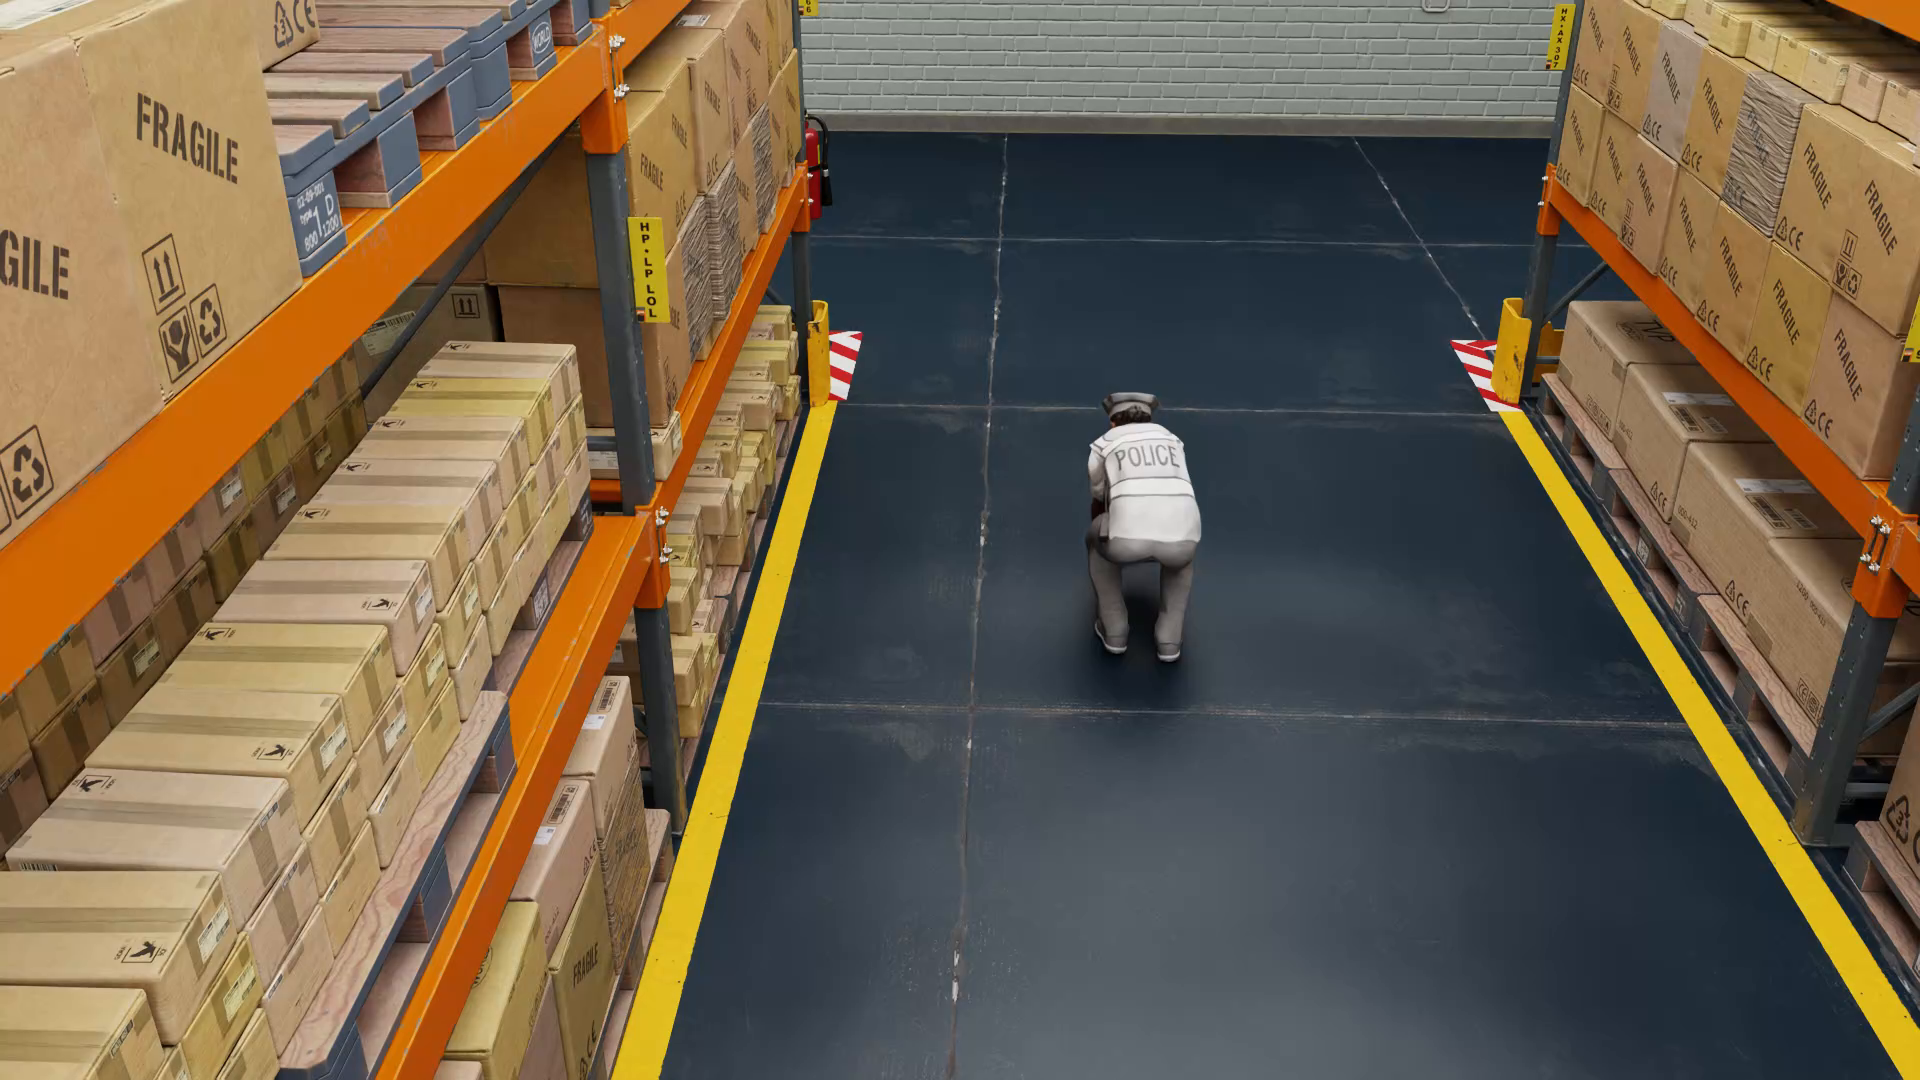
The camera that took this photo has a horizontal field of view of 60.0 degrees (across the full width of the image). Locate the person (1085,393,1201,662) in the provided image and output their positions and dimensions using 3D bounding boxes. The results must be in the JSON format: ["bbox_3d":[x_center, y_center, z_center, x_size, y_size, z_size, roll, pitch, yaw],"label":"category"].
[{"bbox_3d":[0.757,-0.055,6.958,0.457,0.977,0.915,0,28,0],"label":"person"}]
